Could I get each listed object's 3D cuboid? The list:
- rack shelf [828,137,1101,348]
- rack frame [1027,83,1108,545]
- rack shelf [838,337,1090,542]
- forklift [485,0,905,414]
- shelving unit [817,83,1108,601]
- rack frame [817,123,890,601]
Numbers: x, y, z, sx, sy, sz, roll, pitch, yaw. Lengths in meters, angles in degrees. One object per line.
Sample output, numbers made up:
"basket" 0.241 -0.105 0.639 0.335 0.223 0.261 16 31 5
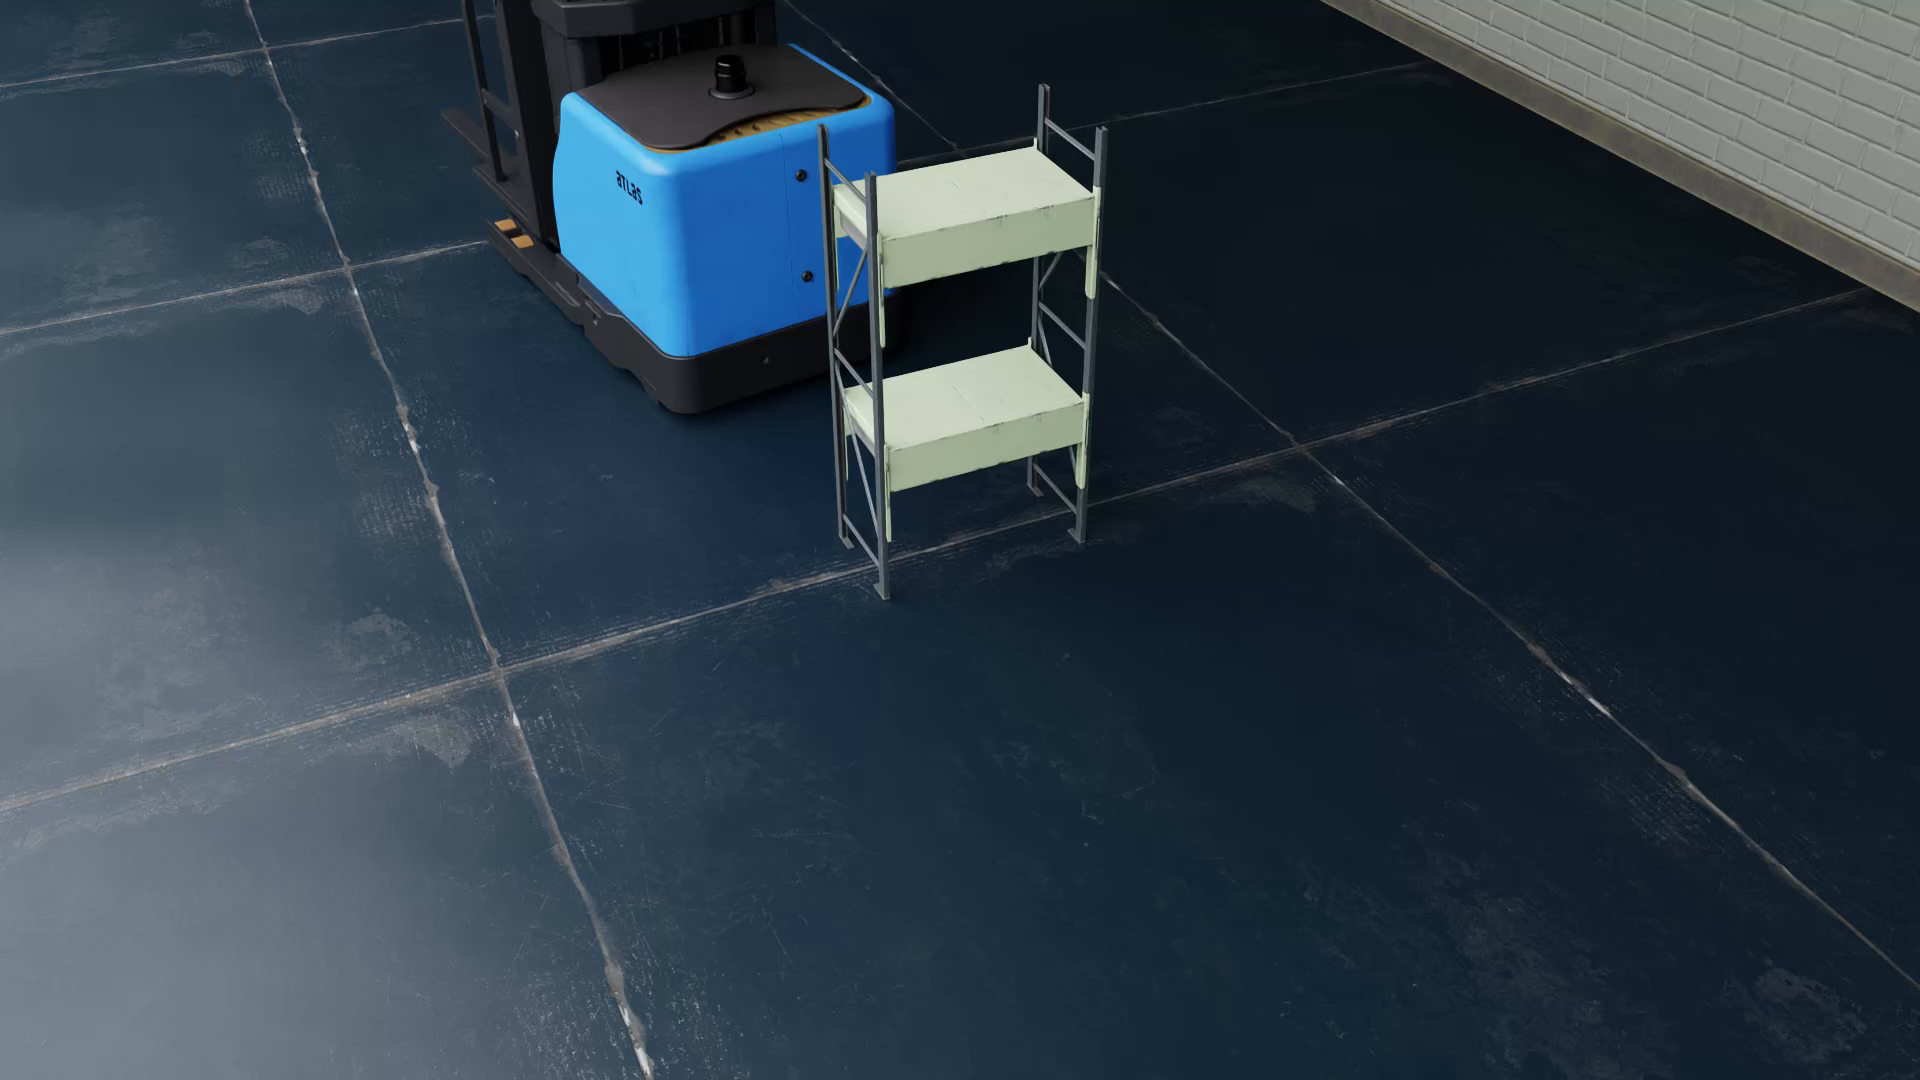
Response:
"rack shelf" 0.006 -0.918 5.073 0.720 0.370 0.431 -16 39 -20
"rack frame" 0.337 -0.697 5.430 0.023 1.500 0.400 -16 39 -20
"rack shelf" 0.006 -0.342 5.500 0.720 0.370 0.431 -16 39 -20
"forklift" -1.459 -2.493 6.651 1.130 2.935 3.031 -22 42 -26
"shelving unit" 0.006 -0.604 5.305 0.755 1.500 0.431 -16 39 -20
"rack frame" -0.325 -0.511 5.181 0.023 1.500 0.400 -16 39 -20
